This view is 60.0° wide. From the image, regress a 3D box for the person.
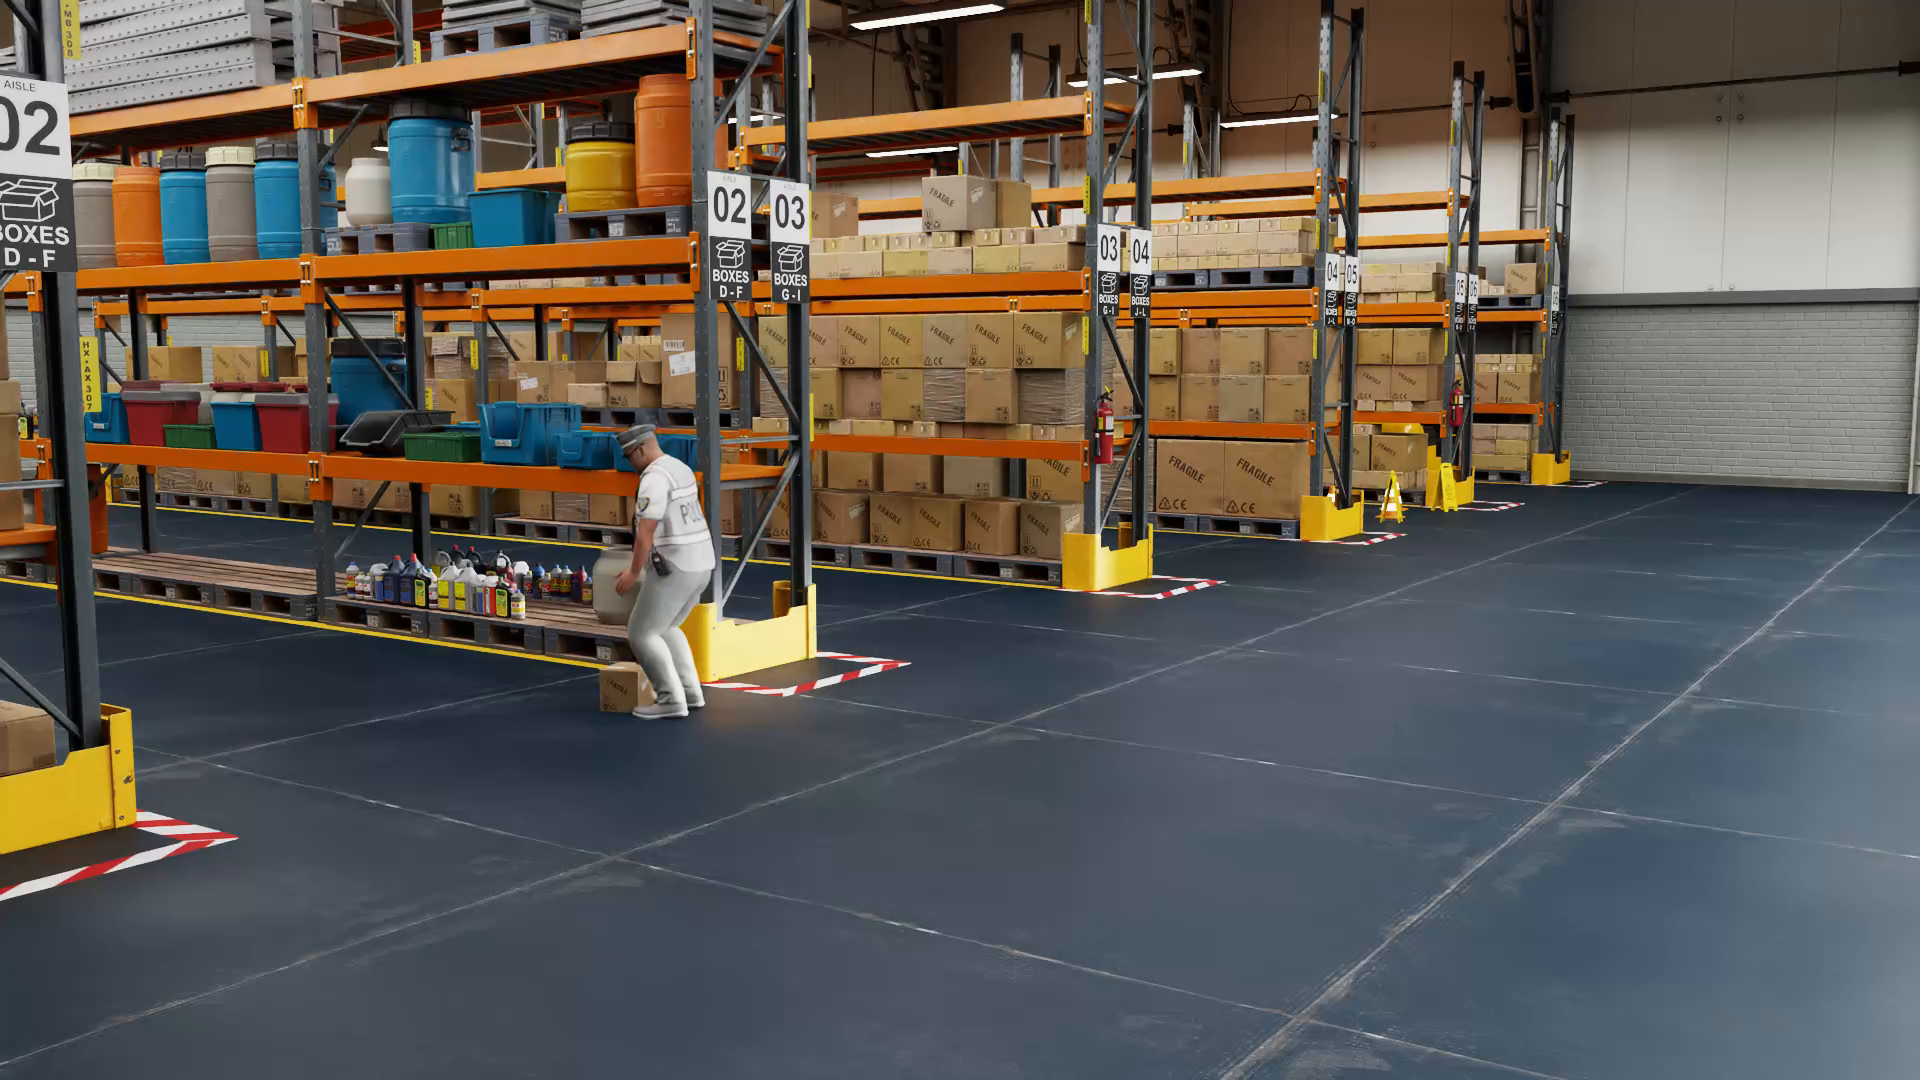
[{"bbox_3d":[-1.701,0.176,9.540,0.539,1.678,0.564,1,6,12],"label":"person"}]
